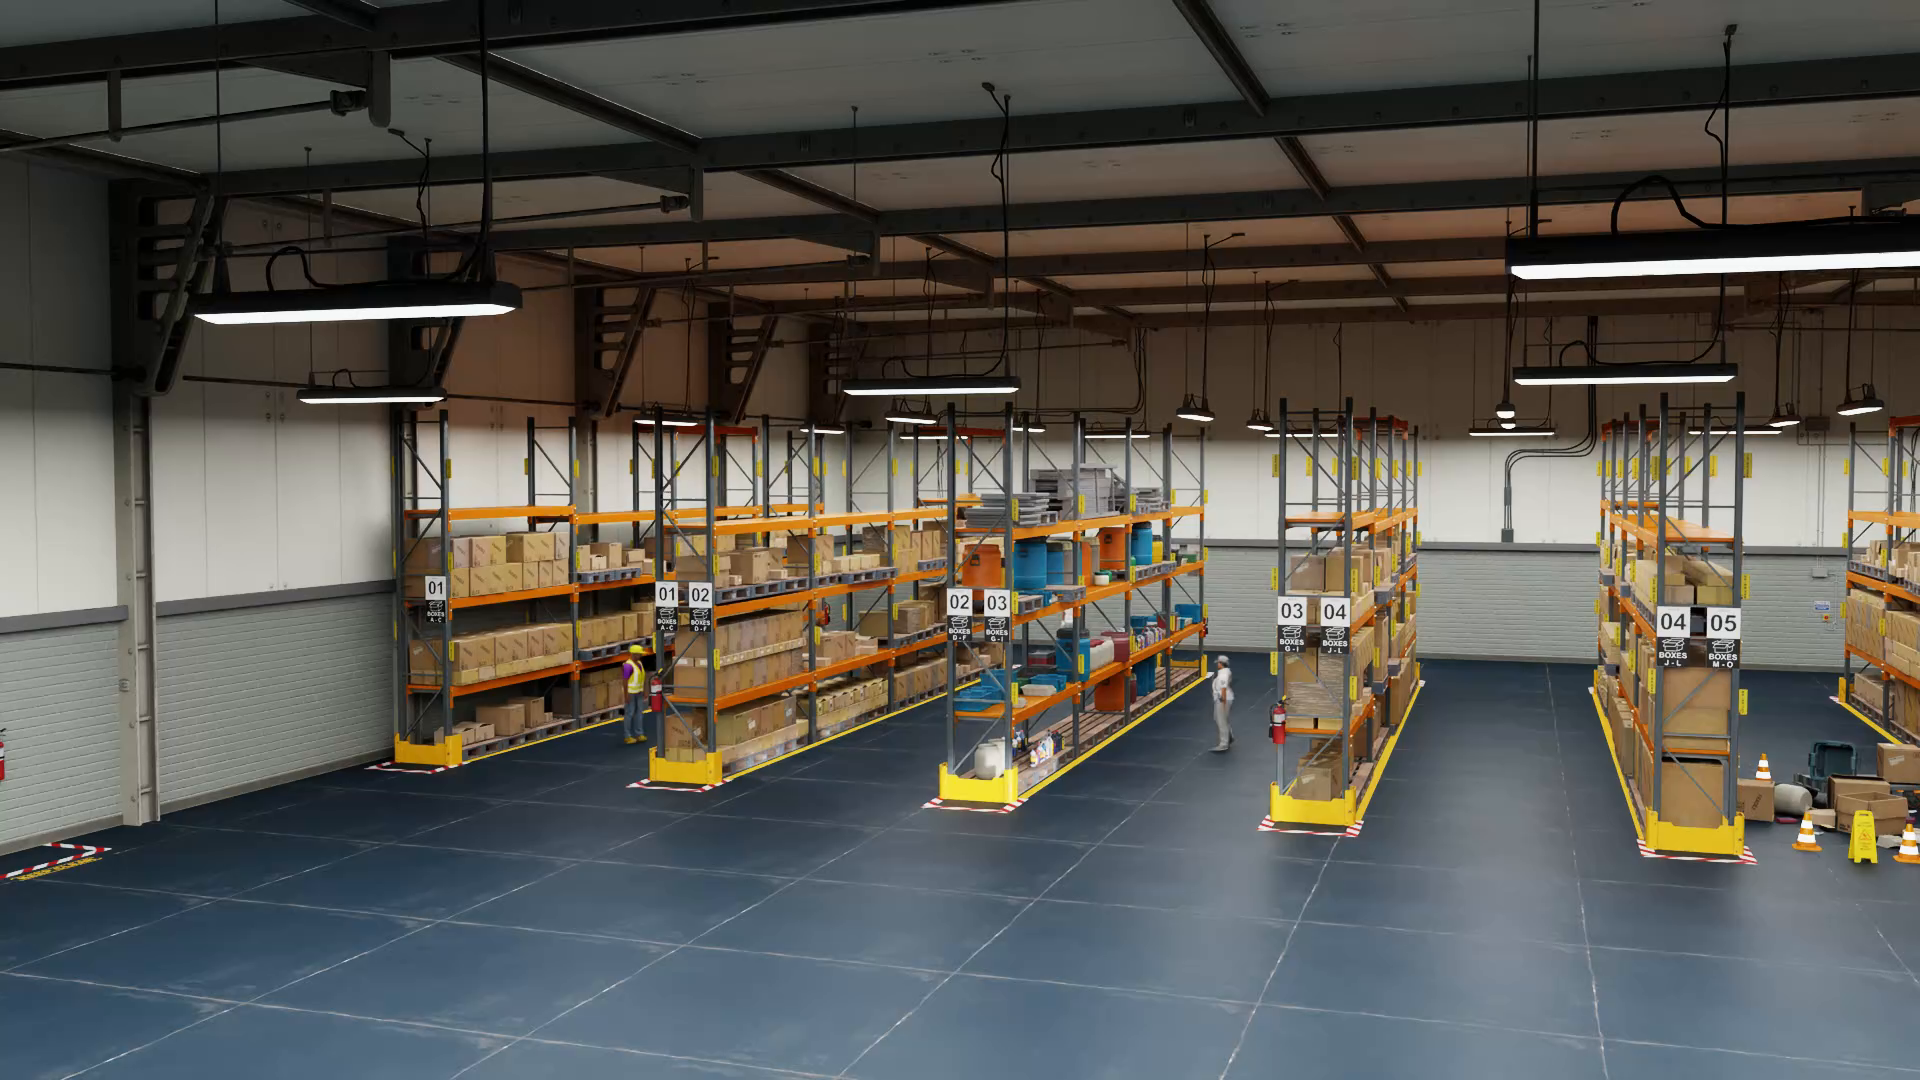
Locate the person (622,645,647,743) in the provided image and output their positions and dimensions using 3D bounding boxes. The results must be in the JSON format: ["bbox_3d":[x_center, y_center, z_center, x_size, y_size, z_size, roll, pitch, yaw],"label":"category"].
[{"bbox_3d":[-5.957,2.808,30.420,0.416,1.780,0.591,1,3,22],"label":"person"}]

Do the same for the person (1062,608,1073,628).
[{"bbox_3d":[3.002,2.231,44.182,0.593,1.809,0.432,0,2,3],"label":"person"}]

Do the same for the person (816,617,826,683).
[{"bbox_3d":[-3.171,2.565,38.327,0.446,1.601,0.446,-1,3,-29],"label":"person"}]

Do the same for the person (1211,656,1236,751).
[{"bbox_3d":[4.696,2.903,29.631,0.430,1.696,0.538,1,3,14],"label":"person"}]
